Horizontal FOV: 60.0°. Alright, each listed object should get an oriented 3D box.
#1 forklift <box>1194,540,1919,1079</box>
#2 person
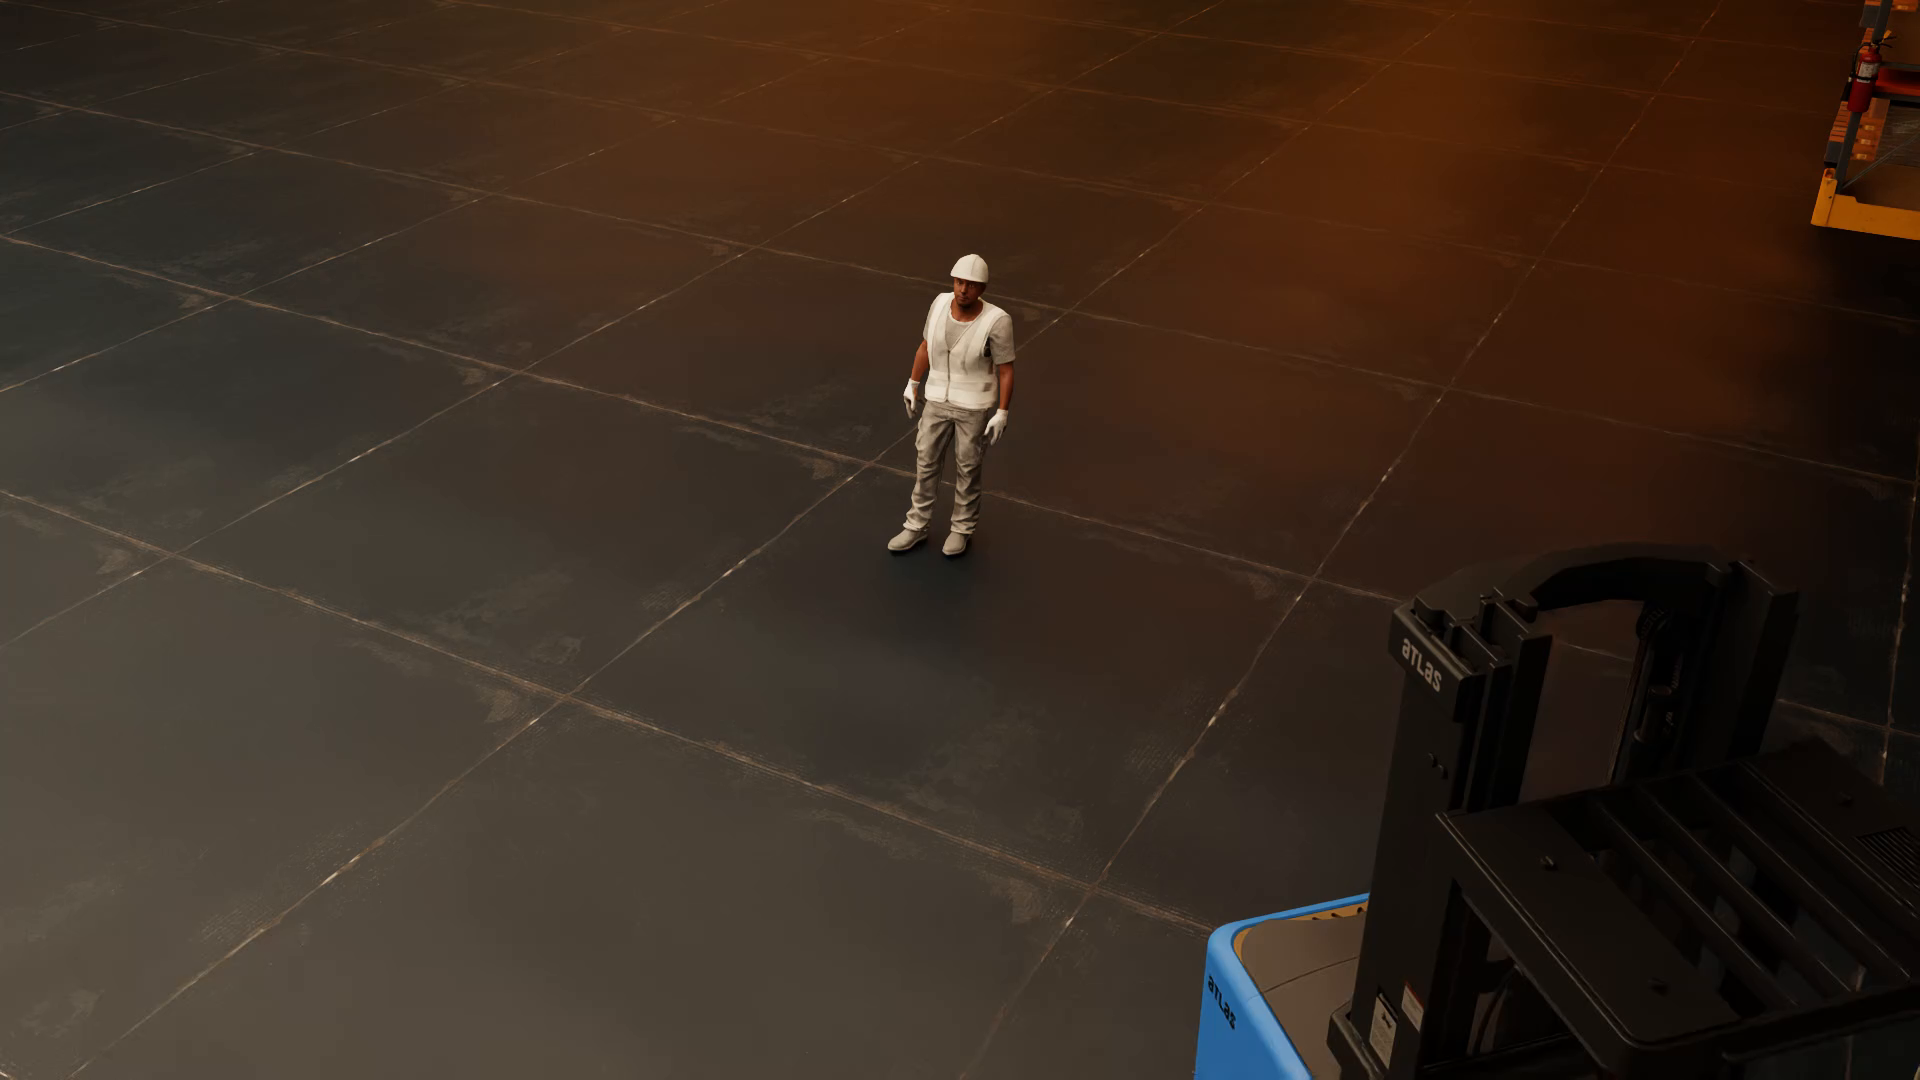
[{"bbox_3d":[1.722,1.601,4.296,1.130,2.935,3.031,-8,31,-14],"label":"forklift"},{"bbox_3d":[-0.042,-0.749,9.502,0.657,1.785,0.575,15,33,25],"label":"person"}]
